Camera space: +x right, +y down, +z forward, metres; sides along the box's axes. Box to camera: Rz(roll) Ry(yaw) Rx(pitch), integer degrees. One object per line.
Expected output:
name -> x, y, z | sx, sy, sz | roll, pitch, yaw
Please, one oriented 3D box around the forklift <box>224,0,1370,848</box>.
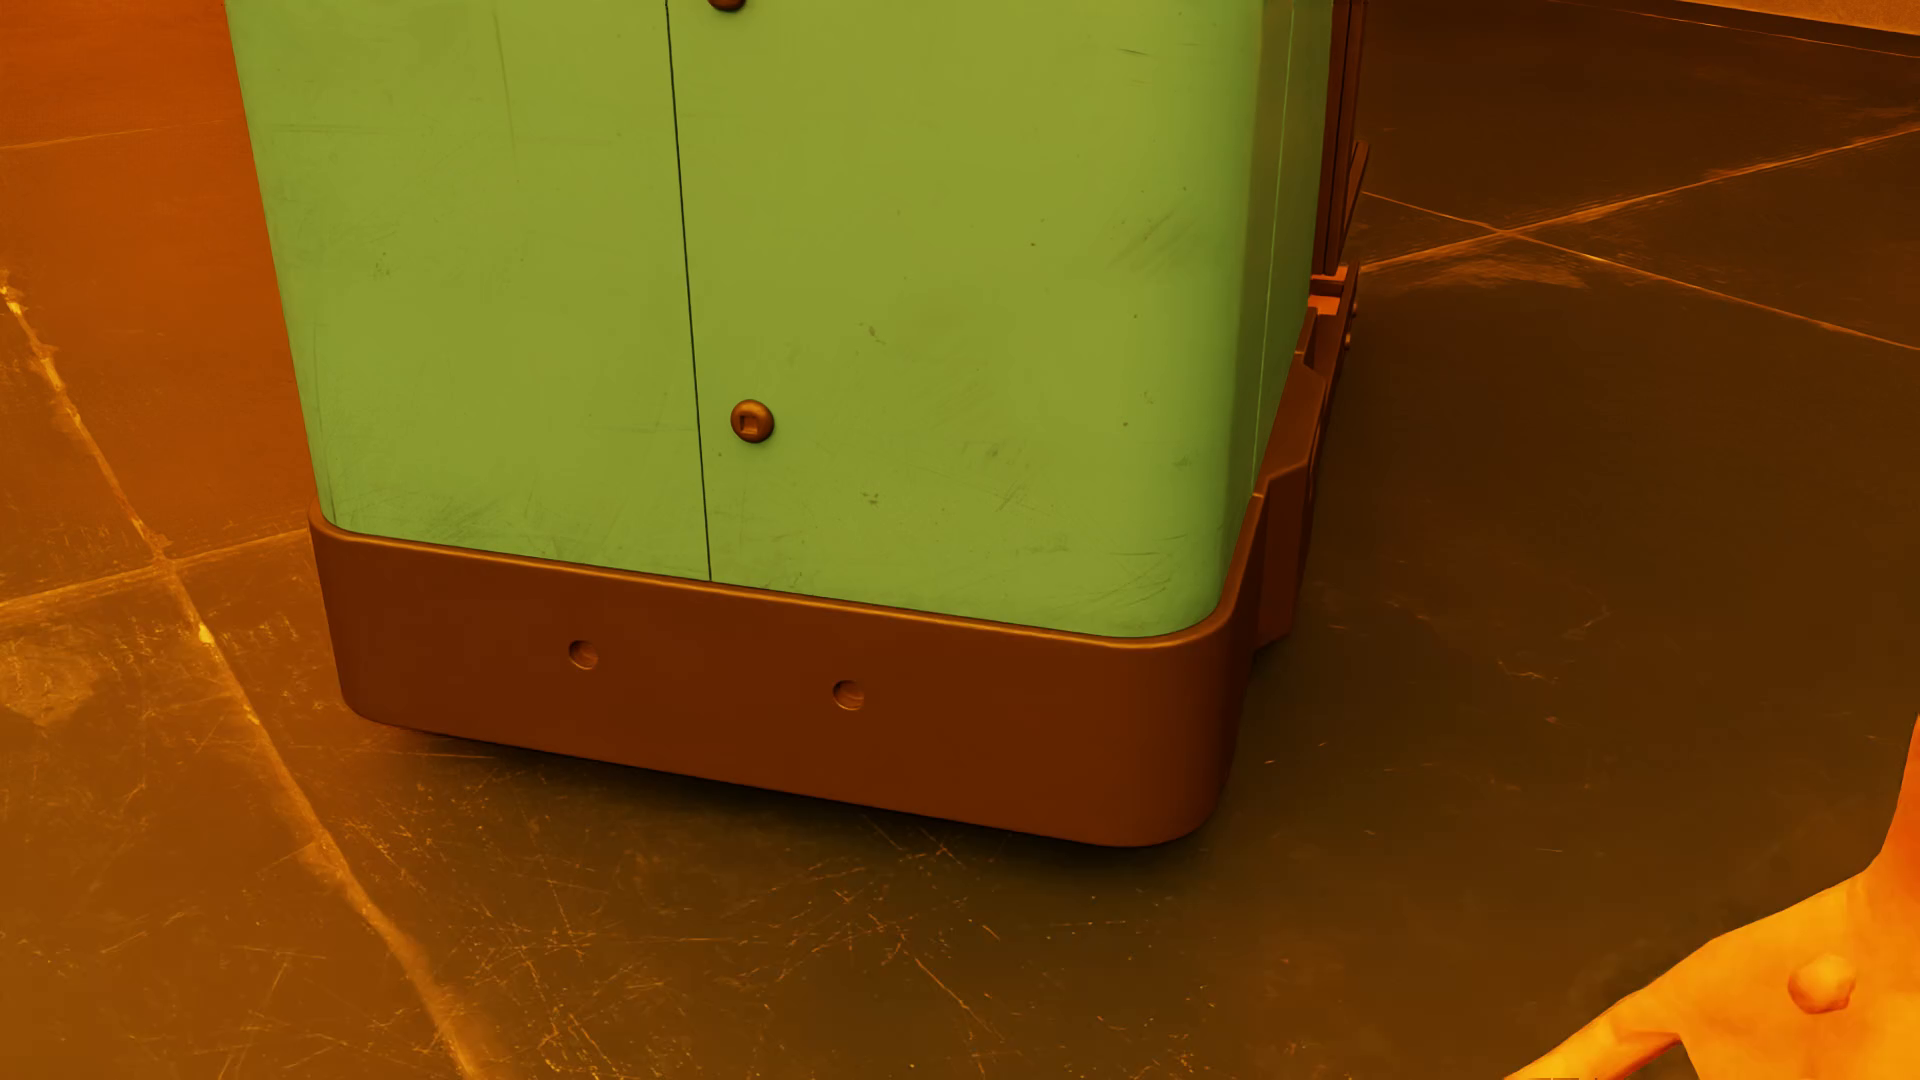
forklift -> 0.152, -1.635, 2.491 | 1.130, 2.935, 3.031 | 7, 28, 14
